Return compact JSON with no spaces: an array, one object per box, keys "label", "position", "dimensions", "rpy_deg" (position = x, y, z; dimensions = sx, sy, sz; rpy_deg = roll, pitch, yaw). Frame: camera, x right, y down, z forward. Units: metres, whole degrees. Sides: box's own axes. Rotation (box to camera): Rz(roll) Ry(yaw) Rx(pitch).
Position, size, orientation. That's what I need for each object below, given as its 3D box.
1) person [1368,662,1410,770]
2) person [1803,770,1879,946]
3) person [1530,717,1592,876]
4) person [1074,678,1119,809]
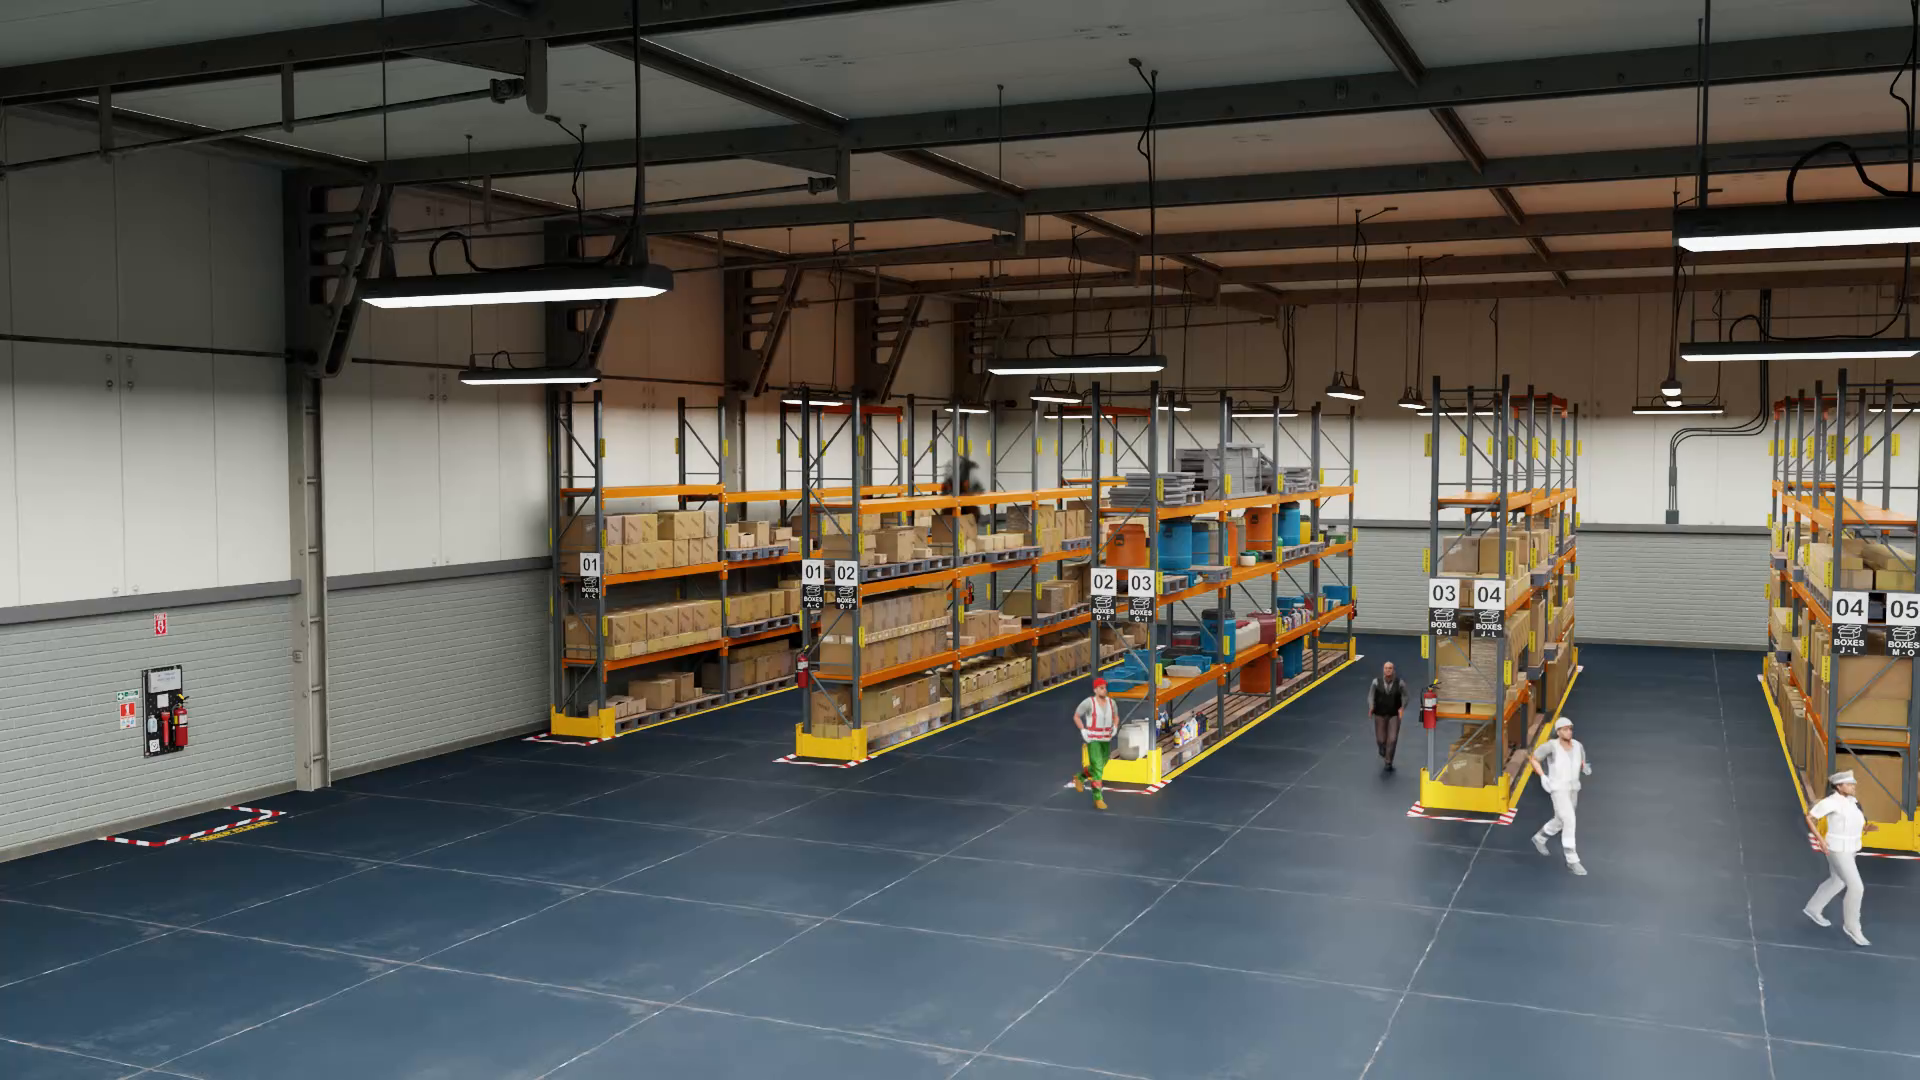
[{"label":"person","position":[6.713,2.733,26.045],"dimensions":[0.647,1.675,0.637],"rpy_deg":[1,3,17]},{"label":"person","position":[9.015,3.214,17.016],"dimensions":[0.547,1.756,0.752],"rpy_deg":[-2,4,-36]},{"label":"person","position":[7.200,3.004,19.850],"dimensions":[0.634,1.802,0.929],"rpy_deg":[-1,3,-22]},{"label":"person","position":[1.924,2.811,23.373],"dimensions":[0.668,1.782,0.882],"rpy_deg":[-2,4,-28]}]
